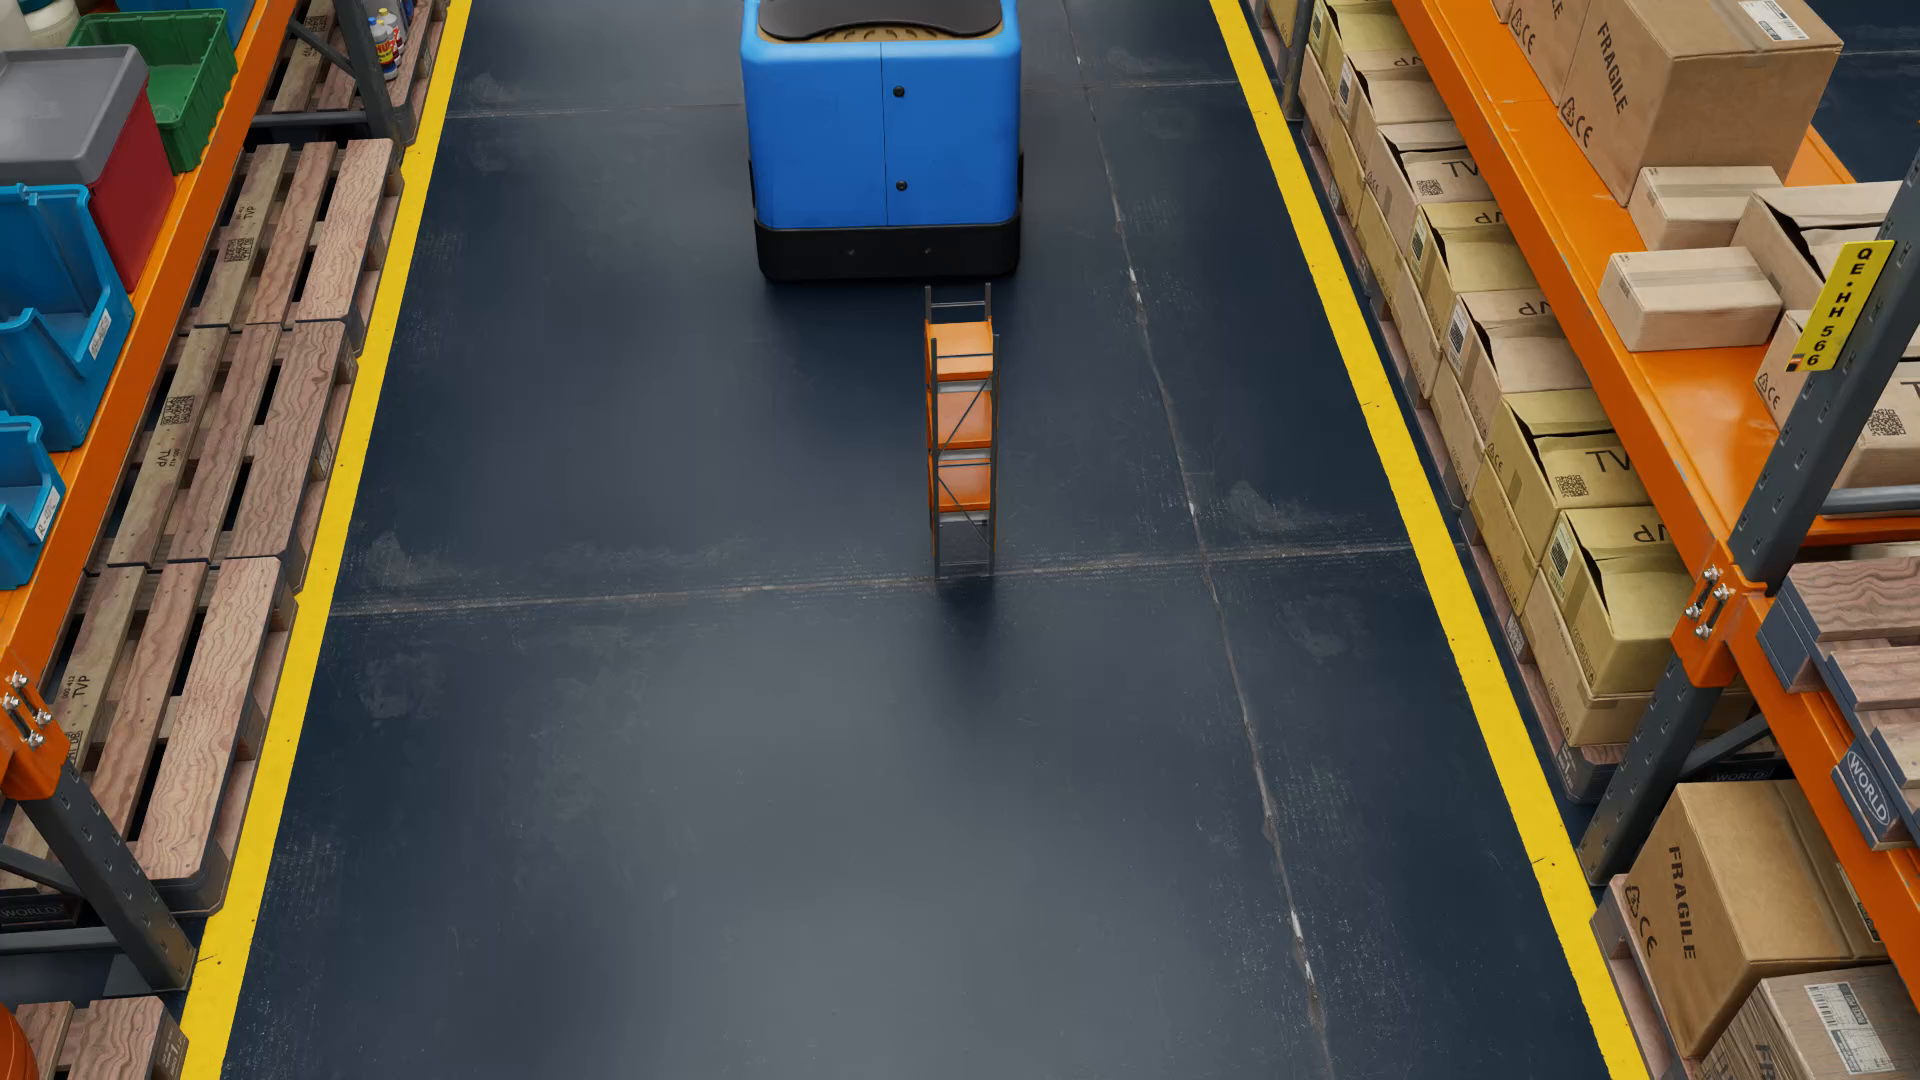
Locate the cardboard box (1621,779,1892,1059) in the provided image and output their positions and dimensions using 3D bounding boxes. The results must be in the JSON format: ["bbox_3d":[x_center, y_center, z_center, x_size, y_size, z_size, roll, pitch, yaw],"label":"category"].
[{"bbox_3d":[2.061,0.954,4.199,0.500,0.500,0.500,-2,47,-2],"label":"cardboard box"}]

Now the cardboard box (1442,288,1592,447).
[{"bbox_3d":[1.929,-0.598,5.469,0.500,0.311,0.500,-4,47,-4],"label":"cardboard box"}]

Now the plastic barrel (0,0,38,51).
[{"bbox_3d":[-3.040,-1.507,5.018,0.433,0.535,0.433,0,47,0],"label":"plastic barrel"}]

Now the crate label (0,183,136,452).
[{"bbox_3d":[-2.442,-0.550,4.181,0.502,0.435,0.616,-3,47,-3],"label":"crate label"}]

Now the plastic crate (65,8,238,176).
[{"bbox_3d":[-2.536,-1.381,5.138,0.450,0.188,0.662,-3,47,-3],"label":"plastic crate"}]

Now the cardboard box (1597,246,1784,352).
[{"bbox_3d":[1.958,-0.649,4.472,0.380,0.149,0.250,-3,47,-3],"label":"cardboard box"}]

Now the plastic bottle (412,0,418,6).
[{"bbox_3d":[-2.633,-2.683,7.747,0.144,0.351,0.185,-5,47,-5],"label":"plastic bottle"}]

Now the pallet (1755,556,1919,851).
[{"bbox_3d":[2.435,0.451,3.389,1.213,0.211,1.003,-3,47,-3],"label":"pallet"}]

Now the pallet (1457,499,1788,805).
[{"bbox_3d":[2.278,0.260,5.359,1.003,0.211,1.213,-3,47,-3],"label":"pallet"}]

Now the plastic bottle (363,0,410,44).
[{"bbox_3d":[-2.607,-2.401,7.531,0.152,0.276,0.135,-2,47,-2],"label":"plastic bottle"}]

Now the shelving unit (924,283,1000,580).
[{"bbox_3d":[0.004,-0.322,5.332,0.215,1.050,0.252,-3,47,-3],"label":"shelving unit"}]

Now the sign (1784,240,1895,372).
[{"bbox_3d":[1.755,-0.463,3.325,0.100,0.325,0.005,-3,47,-3],"label":"sign"}]

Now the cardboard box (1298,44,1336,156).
[{"bbox_3d":[1.760,-1.887,7.076,0.500,0.250,0.500,-5,47,-4],"label":"cardboard box"}]

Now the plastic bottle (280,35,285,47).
[{"bbox_3d":[-3.160,-2.395,7.473,0.144,0.351,0.185,-3,47,-3],"label":"plastic bottle"}]

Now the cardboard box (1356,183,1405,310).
[{"bbox_3d":[1.848,-1.143,6.371,0.500,0.250,0.500,-5,47,-5],"label":"cardboard box"}]

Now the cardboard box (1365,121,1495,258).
[{"bbox_3d":[1.841,-1.336,6.168,0.500,0.311,0.500,-5,47,-5],"label":"cardboard box"}]

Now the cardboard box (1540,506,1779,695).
[{"bbox_3d":[2.019,0.143,4.767,0.500,0.311,0.500,-2,47,-2],"label":"cardboard box"}]

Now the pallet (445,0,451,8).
[{"bbox_3d":[-3.083,-3.111,8.551,1.003,0.211,1.213,-3,47,-3],"label":"pallet"}]

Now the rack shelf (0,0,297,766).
[{"bbox_3d":[-2.796,-1.003,5.129,1.077,0.370,4.000,-3,47,-3],"label":"rack shelf"}]

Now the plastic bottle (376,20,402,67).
[{"bbox_3d":[-2.561,-2.217,7.408,0.097,0.201,0.097,0,47,0],"label":"plastic bottle"}]

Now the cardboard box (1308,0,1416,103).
[{"bbox_3d":[1.760,-2.073,6.866,0.500,0.311,0.500,-3,47,-3],"label":"cardboard box"}]

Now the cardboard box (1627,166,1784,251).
[{"bbox_3d":[2.145,-0.934,4.742,0.380,0.149,0.250,0,47,0],"label":"cardboard box"}]

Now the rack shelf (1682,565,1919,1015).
[{"bbox_3d":[2.476,1.593,2.671,1.077,0.370,4.000,-3,47,-3],"label":"rack shelf"}]

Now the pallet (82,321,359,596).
[{"bbox_3d":[-2.753,-0.288,5.877,1.003,0.211,1.213,-3,47,-3],"label":"pallet"}]

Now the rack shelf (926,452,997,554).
[{"bbox_3d":[0.004,-0.124,5.542,0.215,0.259,0.240,-3,47,-3],"label":"rack shelf"}]

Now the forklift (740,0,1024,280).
[{"bbox_3d":[-0.347,-3.106,6.673,1.130,2.935,3.031,-2,47,-2],"label":"forklift"}]

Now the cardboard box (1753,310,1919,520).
[{"bbox_3d":[2.321,-0.336,4.064,0.500,0.311,0.500,-1,47,-1],"label":"cardboard box"}]

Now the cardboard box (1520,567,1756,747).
[{"bbox_3d":[2.021,0.334,4.972,0.500,0.250,0.500,-2,47,-2],"label":"cardboard box"}]

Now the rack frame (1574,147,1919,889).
[{"bbox_3d":[2.308,-0.101,3.780,1.000,3.000,0.127,-3,47,-3],"label":"rack frame"}]

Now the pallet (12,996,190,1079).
[{"bbox_3d":[-2.521,1.724,3.972,1.003,0.211,1.213,-3,47,-3],"label":"pallet"}]

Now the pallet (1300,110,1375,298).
[{"bbox_3d":[2.074,-1.506,7.031,1.003,0.211,1.213,-3,47,-3],"label":"pallet"}]

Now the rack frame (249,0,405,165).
[{"bbox_3d":[-2.963,-2.697,6.238,1.000,3.000,0.127,-3,47,-3],"label":"rack frame"}]

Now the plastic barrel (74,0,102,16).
[{"bbox_3d":[-3.101,-2.038,5.521,0.433,0.535,0.433,0,47,0],"label":"plastic barrel"}]

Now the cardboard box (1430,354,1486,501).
[{"bbox_3d":[1.935,-0.403,5.670,0.500,0.250,0.500,-3,47,-2],"label":"cardboard box"}]

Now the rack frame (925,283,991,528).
[{"bbox_3d":[-0.006,-0.411,5.416,0.200,1.050,0.008,-3,47,-3],"label":"rack frame"}]

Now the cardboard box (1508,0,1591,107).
[{"bbox_3d":[2.107,-1.730,5.253,0.500,0.500,0.500,-3,47,-3],"label":"cardboard box"}]
